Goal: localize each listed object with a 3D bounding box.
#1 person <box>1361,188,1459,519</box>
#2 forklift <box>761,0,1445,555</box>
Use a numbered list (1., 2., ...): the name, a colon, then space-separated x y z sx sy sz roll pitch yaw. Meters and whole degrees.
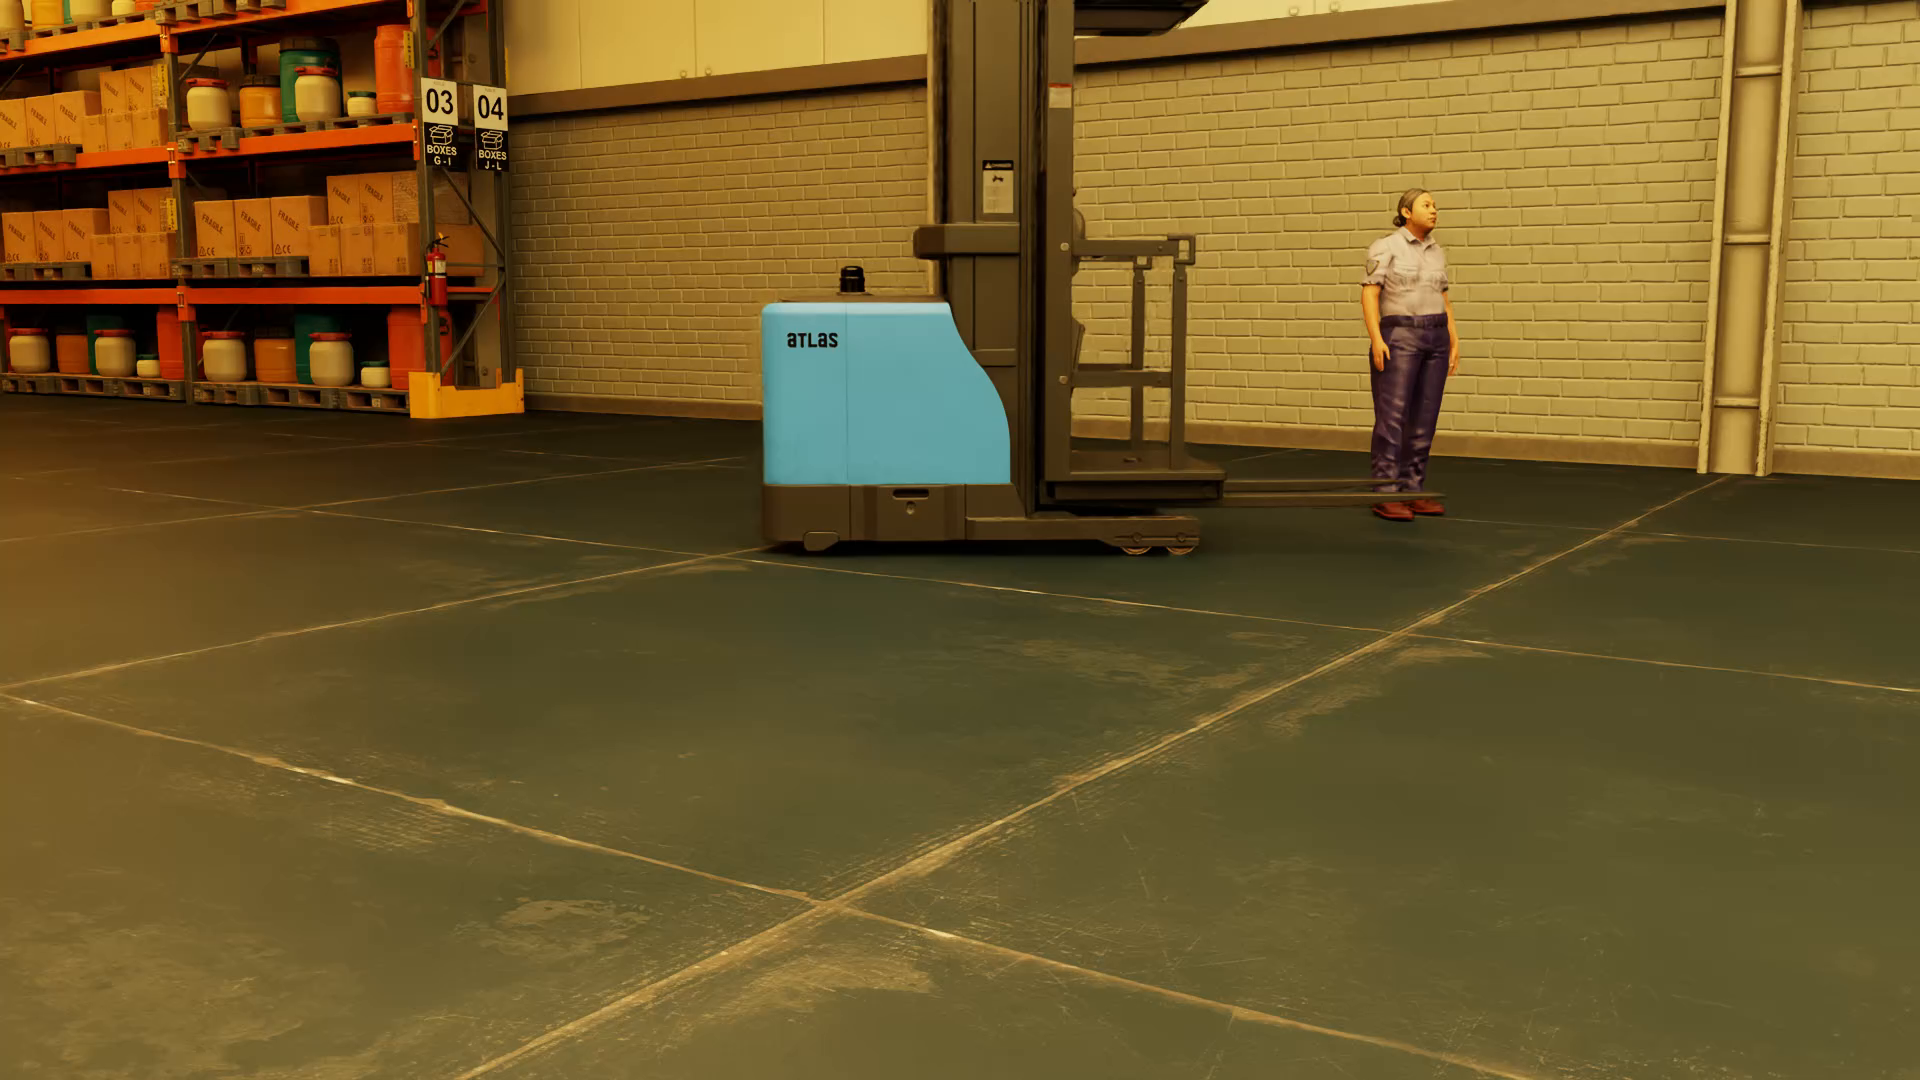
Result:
1. person: 2.336 -0.956 8.438 0.604 1.650 0.503 -4 9 -26
2. forklift: 0.631 -1.460 7.460 3.031 2.935 1.130 -1 8 -4
